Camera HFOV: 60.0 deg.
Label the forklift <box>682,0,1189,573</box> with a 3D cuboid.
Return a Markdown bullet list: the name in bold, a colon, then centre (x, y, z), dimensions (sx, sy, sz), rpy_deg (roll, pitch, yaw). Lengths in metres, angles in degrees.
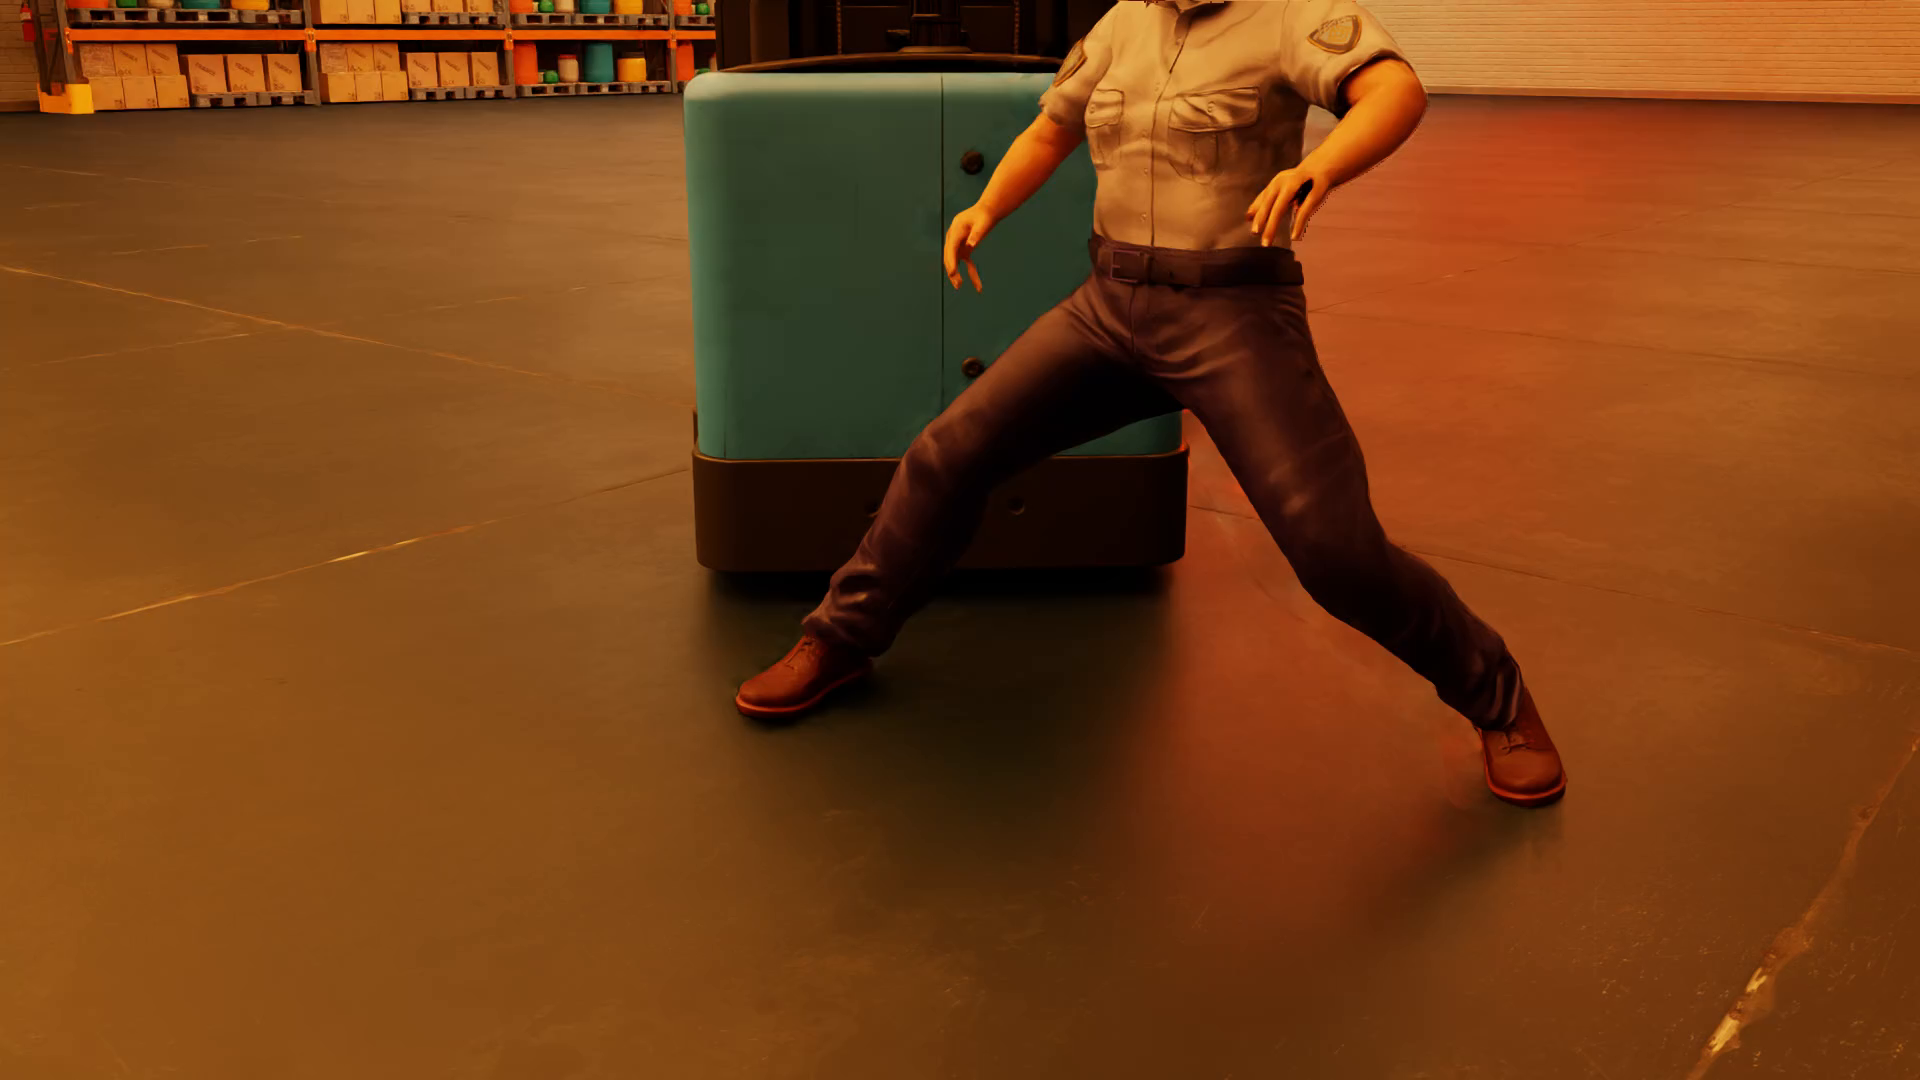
- **forklift**: centre (-0.109, -1.710, 4.530), dimensions (1.130, 2.935, 3.031), rpy_deg (-1, 17, -3)

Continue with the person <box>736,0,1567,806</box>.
- **person**: centre (0.309, -0.346, 2.607), dimensions (0.902, 1.470, 1.195), rpy_deg (-15, 23, -41)
